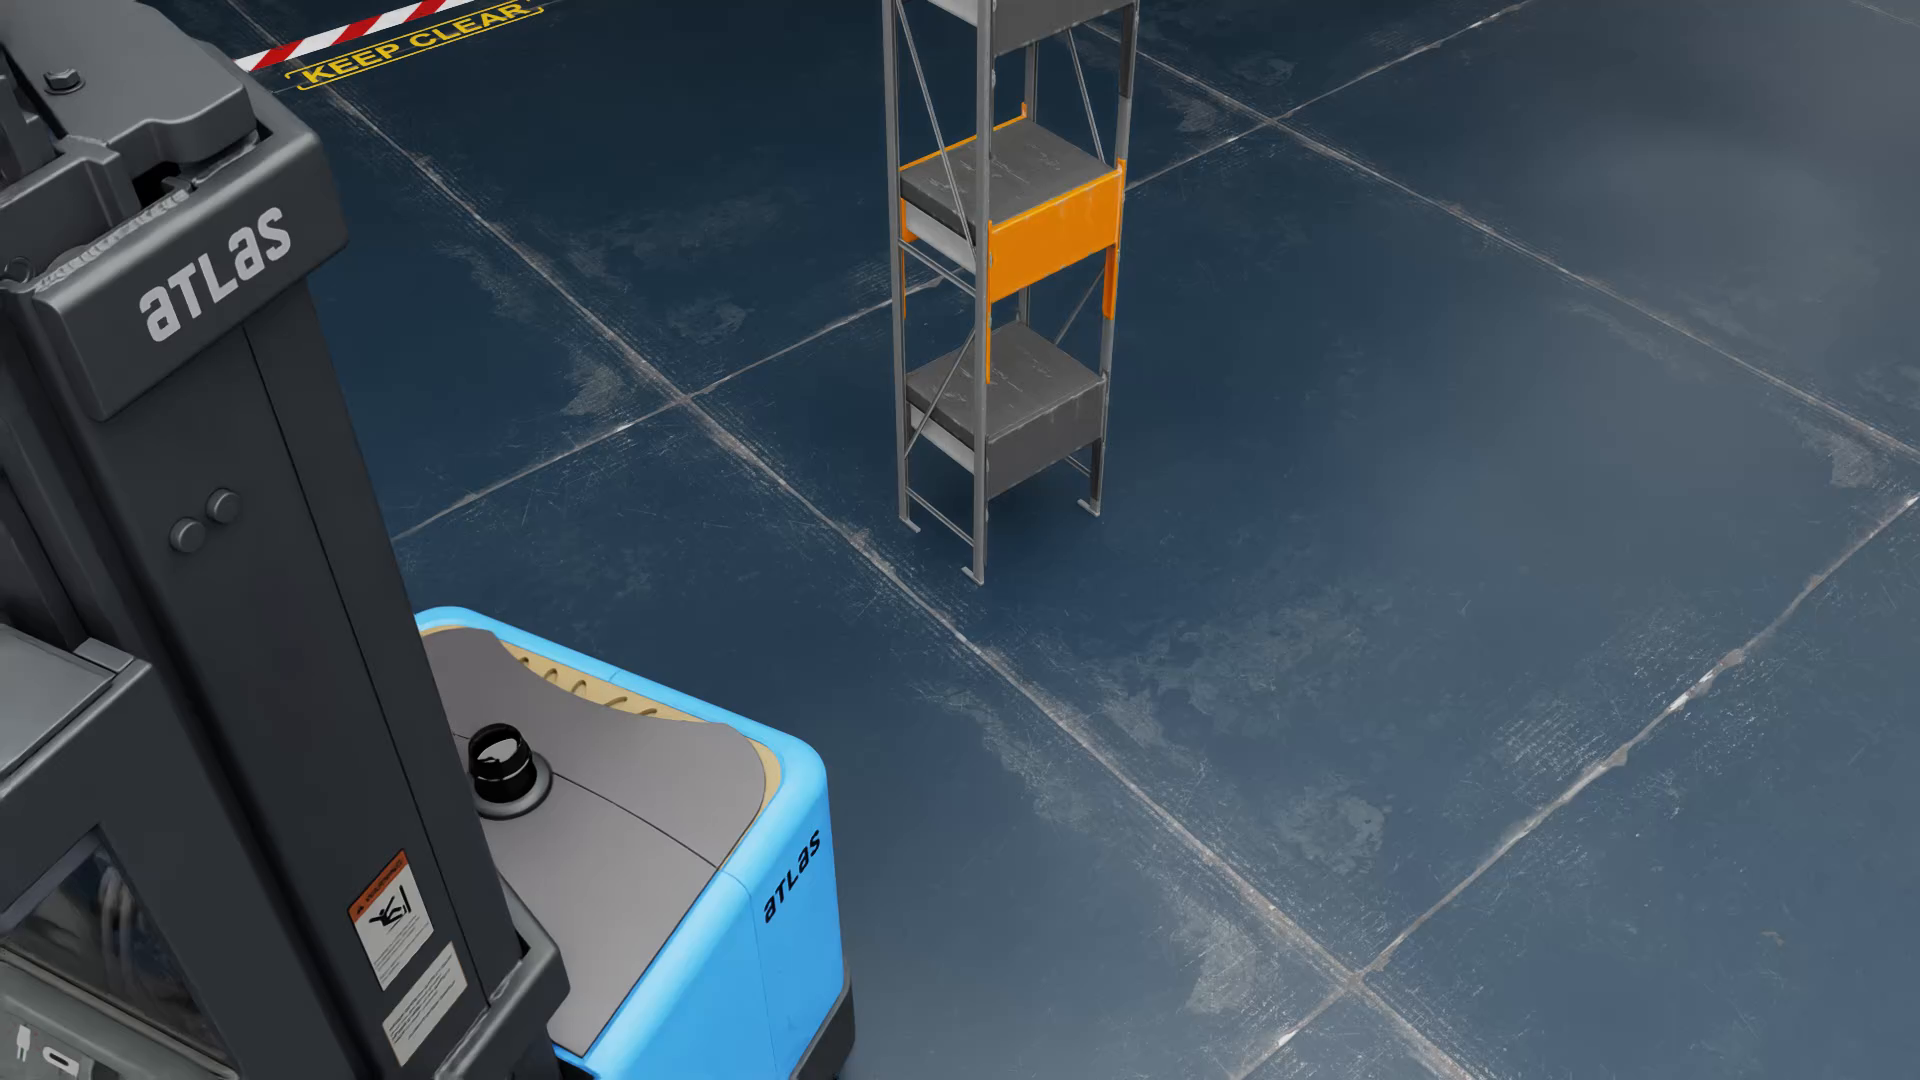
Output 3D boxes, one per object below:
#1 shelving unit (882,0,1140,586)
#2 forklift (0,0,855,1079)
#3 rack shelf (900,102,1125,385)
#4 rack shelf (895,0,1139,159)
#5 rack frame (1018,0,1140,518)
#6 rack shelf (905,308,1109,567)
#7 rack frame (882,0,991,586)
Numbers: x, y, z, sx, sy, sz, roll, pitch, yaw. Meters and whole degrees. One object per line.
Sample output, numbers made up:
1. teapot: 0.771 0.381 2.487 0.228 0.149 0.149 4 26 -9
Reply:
1. shelving unit: 0.127 -0.838 4.609 0.503 2.100 0.431 -30 51 -28
2. forklift: -1.347 0.885 2.167 1.130 2.935 3.031 19 46 19
3. rack shelf: 0.127 -0.828 4.618 0.480 0.518 0.431 -30 51 -28
4. rack shelf: 0.127 -1.338 4.139 0.480 0.518 0.431 -30 51 -28
5. rack frame: 0.314 -0.945 4.723 0.015 2.100 0.400 -30 51 -28
6. rack shelf: 0.127 -0.318 5.097 0.480 0.518 0.431 -30 51 -28
7. rack frame: -0.060 -0.731 4.494 0.015 2.100 0.400 -30 51 -28
